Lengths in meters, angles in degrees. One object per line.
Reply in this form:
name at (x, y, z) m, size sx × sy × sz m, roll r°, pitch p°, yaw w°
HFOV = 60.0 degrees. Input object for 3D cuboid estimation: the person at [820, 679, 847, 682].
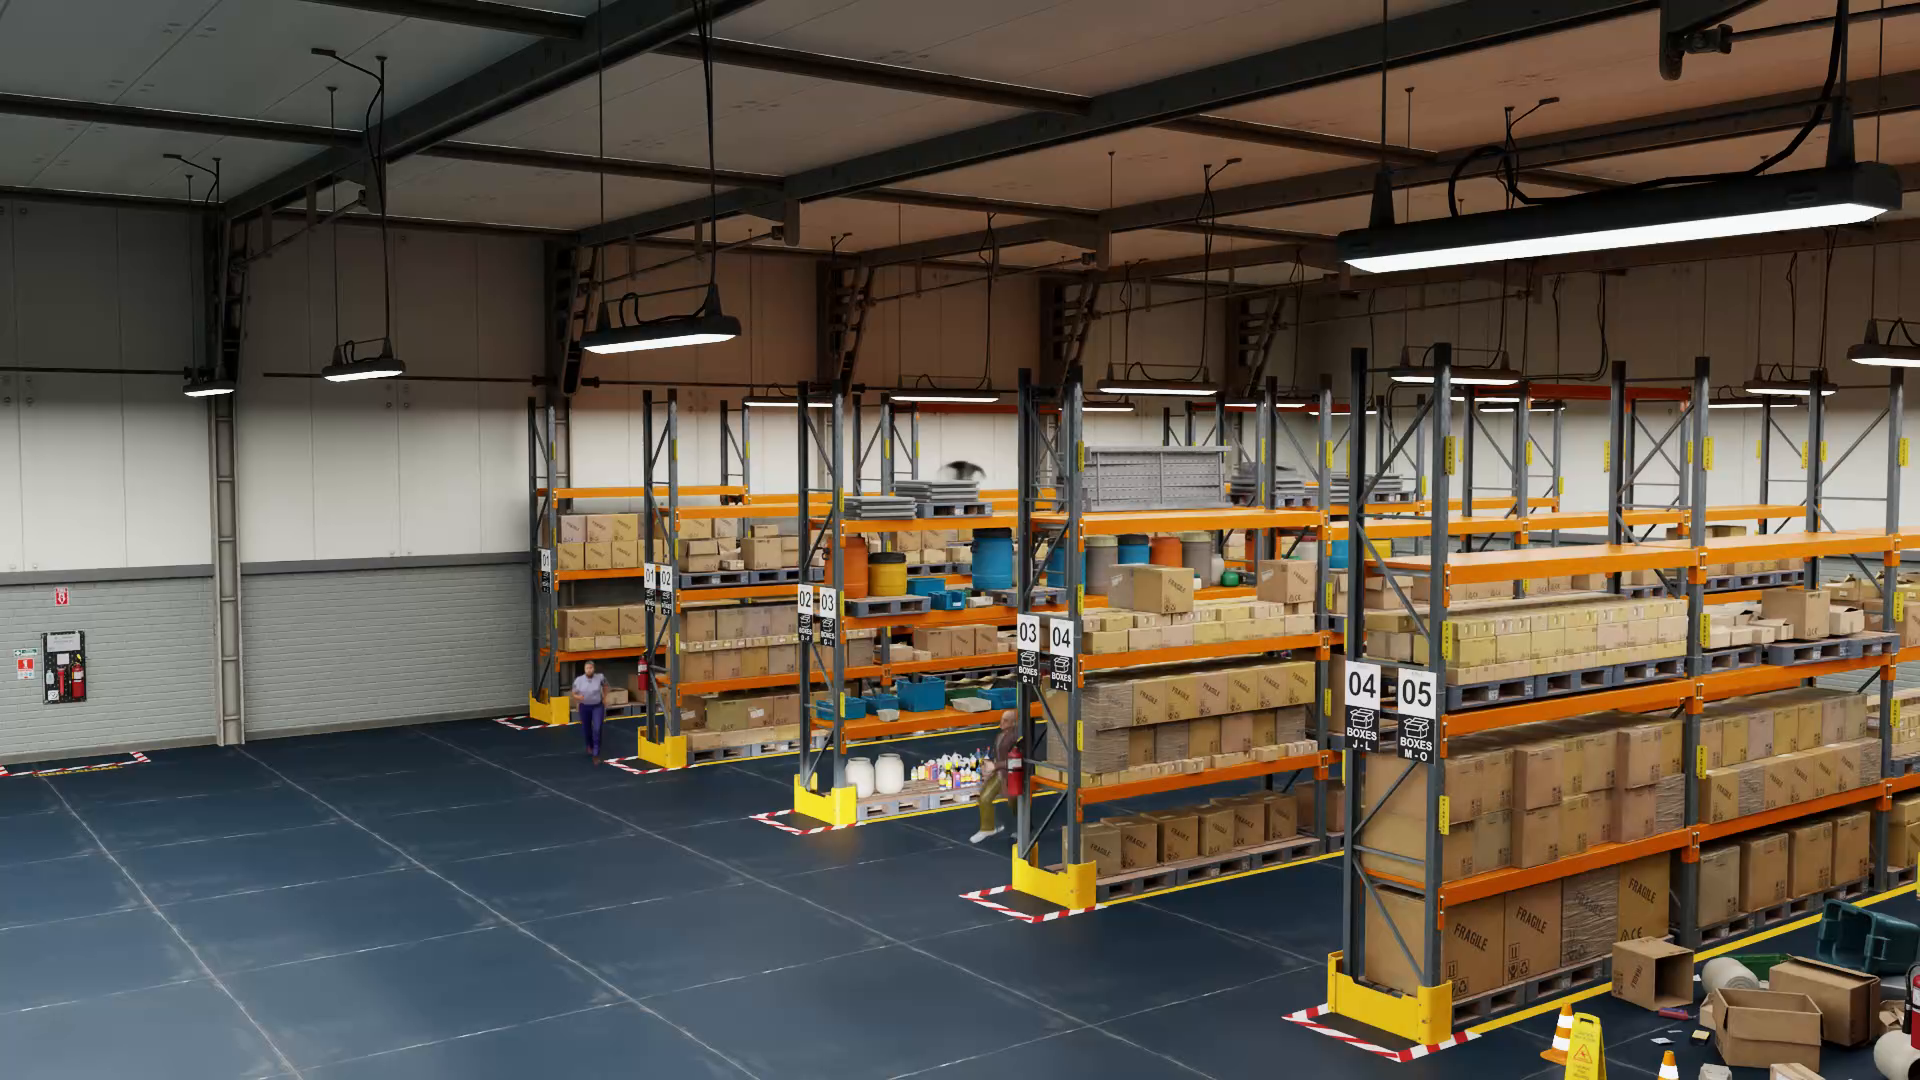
person at (-2.345, 2.413, 32.371) m, size 0.781 × 1.646 × 0.645 m, roll -2°, pitch 4°, yaw -28°

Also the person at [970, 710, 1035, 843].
person at (0.616, 3.019, 21.191) m, size 0.900 × 1.746 × 0.751 m, roll -2°, pitch 4°, yaw -31°

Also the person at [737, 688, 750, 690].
person at (-3.881, 2.577, 29.505) m, size 0.963 × 1.647 × 0.703 m, roll -2°, pitch 4°, yaw -26°

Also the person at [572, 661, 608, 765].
person at (-5.980, 2.753, 26.921) m, size 0.555 × 1.642 × 0.946 m, roll 0°, pitch 3°, yaw -7°
